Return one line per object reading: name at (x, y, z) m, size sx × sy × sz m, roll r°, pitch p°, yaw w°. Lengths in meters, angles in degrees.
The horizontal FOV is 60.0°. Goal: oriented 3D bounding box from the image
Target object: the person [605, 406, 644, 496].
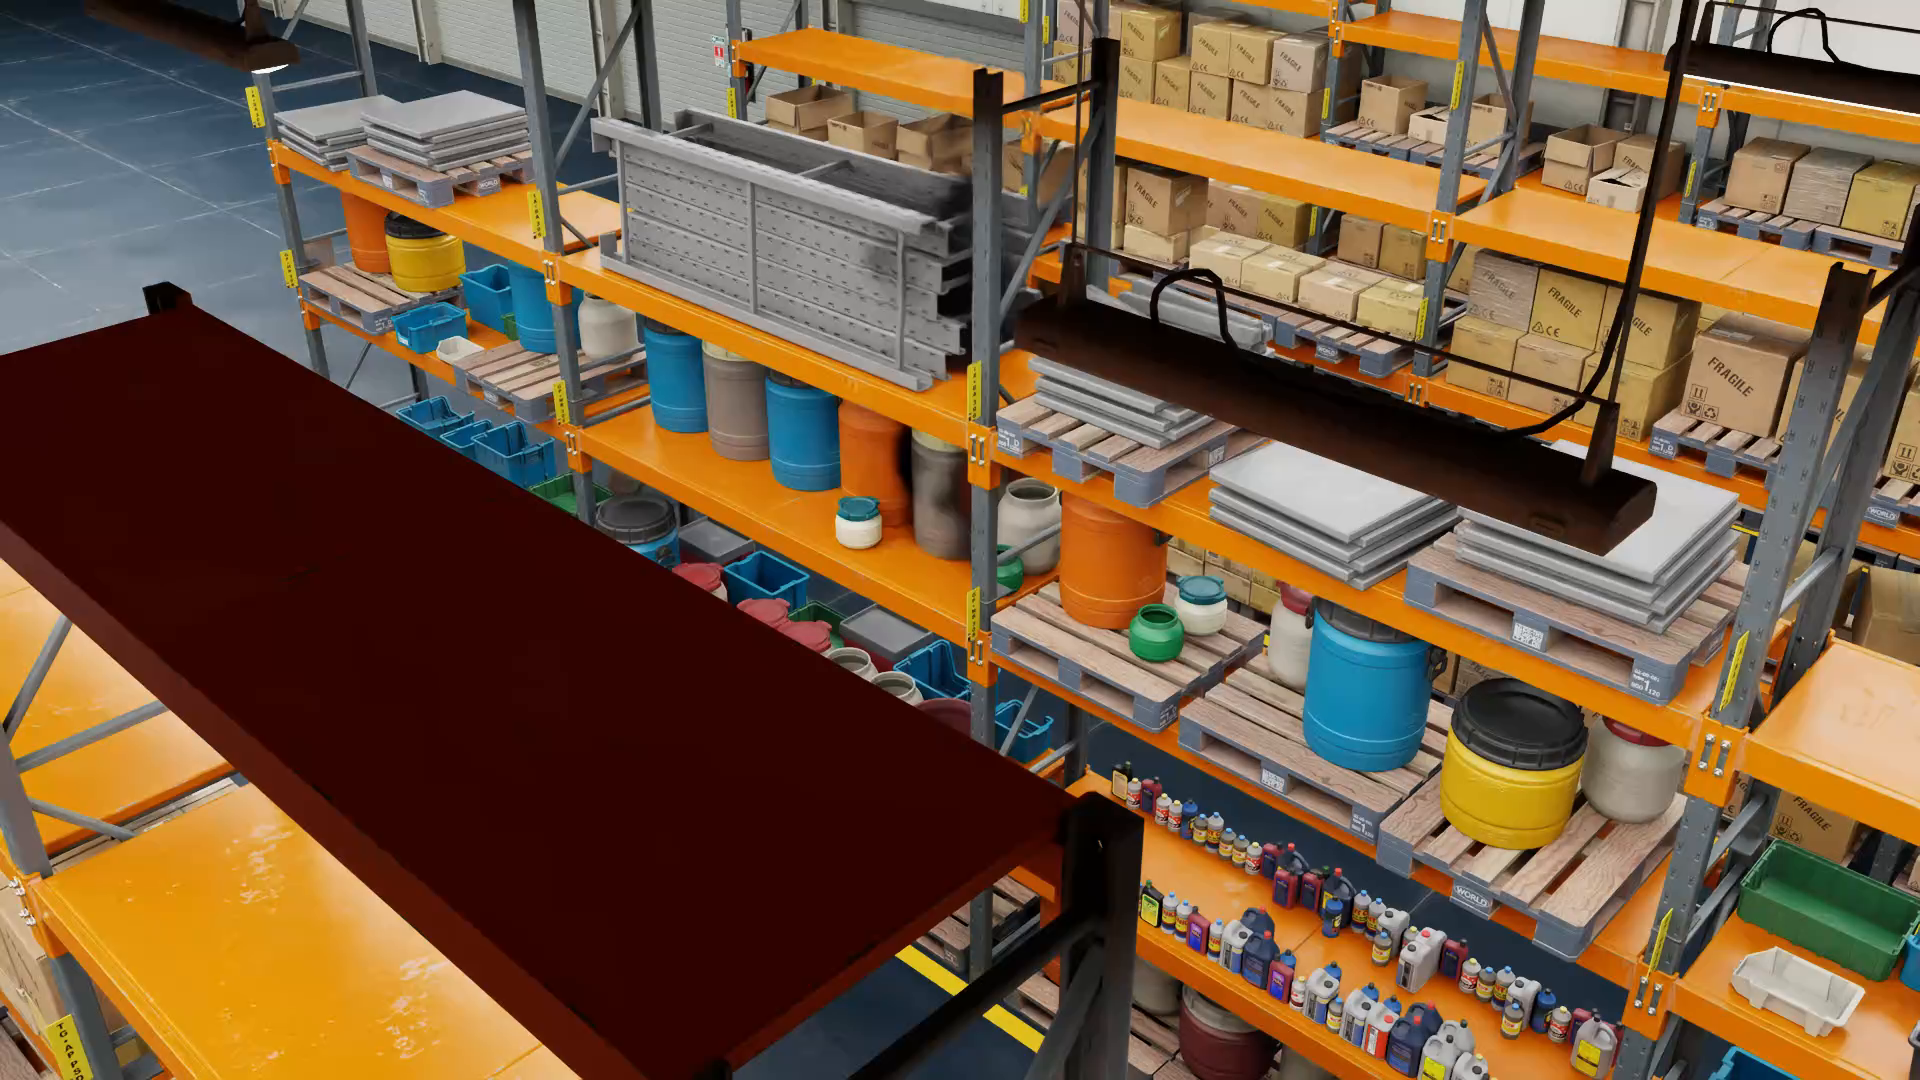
person at (-3.104, -0.692, 15.756) m, size 0.645 × 1.675 × 0.664 m, roll 22°, pitch 36°, yaw 34°
